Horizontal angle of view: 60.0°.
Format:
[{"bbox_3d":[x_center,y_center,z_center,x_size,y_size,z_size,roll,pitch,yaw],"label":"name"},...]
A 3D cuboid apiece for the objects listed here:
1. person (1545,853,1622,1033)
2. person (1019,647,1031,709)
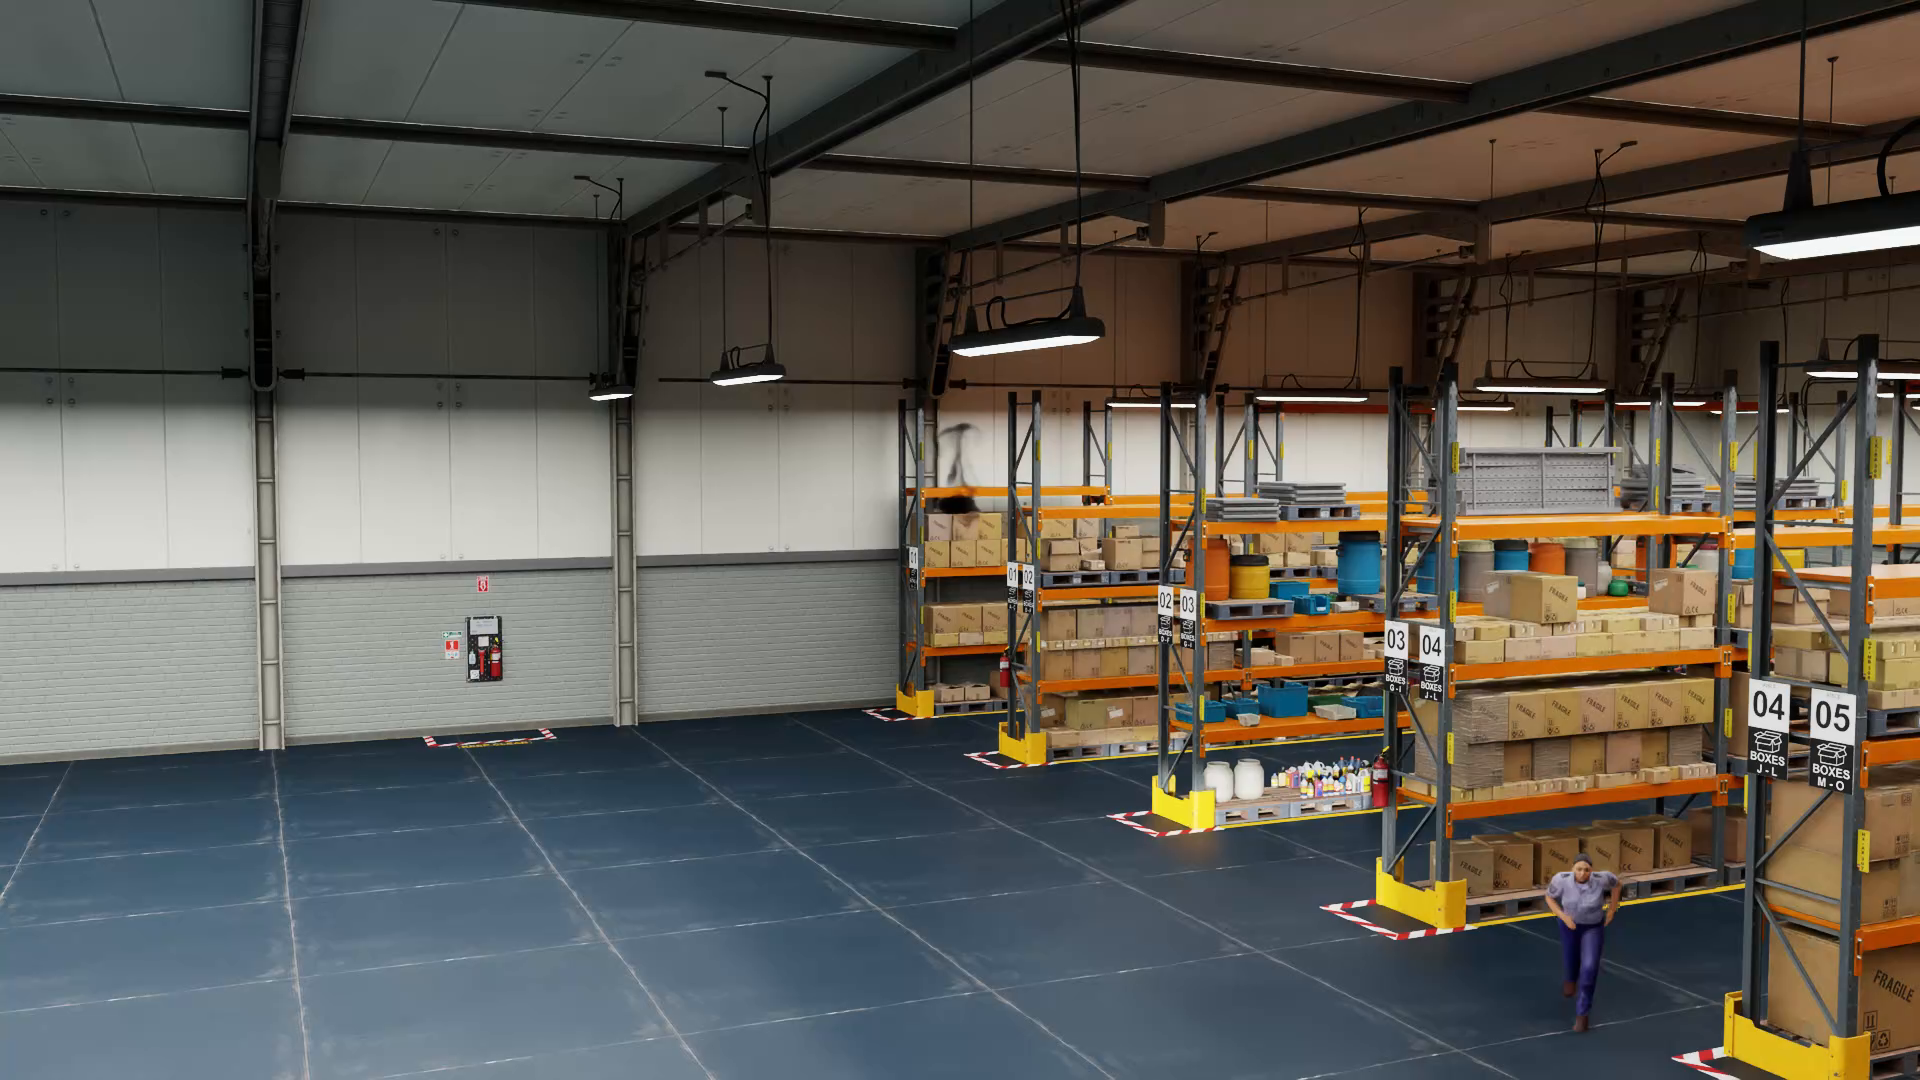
[{"bbox_3d":[5.591,3.531,14.971,0.648,1.612,0.968,1,3,16],"label":"person"},{"bbox_3d":[1.284,2.646,29.634,0.652,1.541,0.504,-3,4,-37],"label":"person"}]
